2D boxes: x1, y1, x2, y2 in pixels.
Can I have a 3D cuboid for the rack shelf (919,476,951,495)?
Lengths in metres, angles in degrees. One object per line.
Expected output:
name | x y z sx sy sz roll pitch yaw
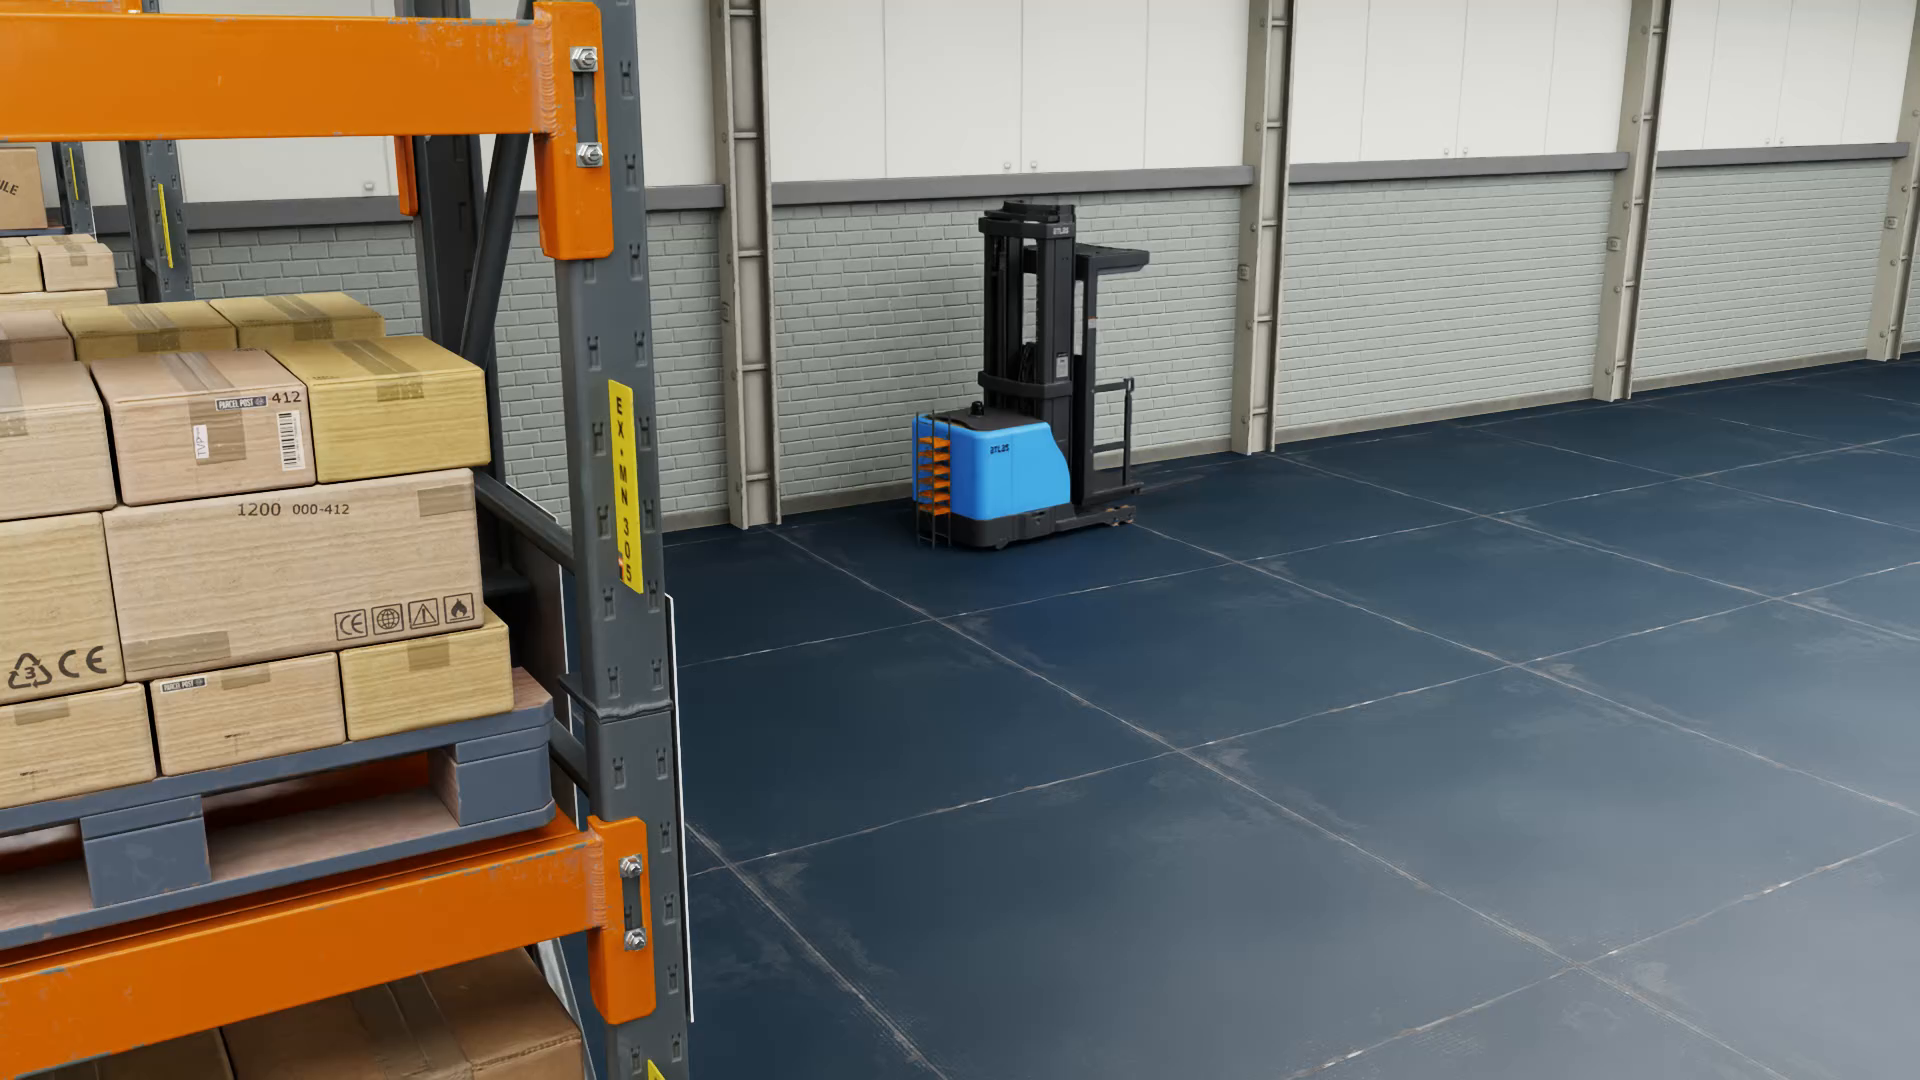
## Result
rack shelf | -0.231 -0.483 14.575 0.180 0.103 0.258 -12 20 -37

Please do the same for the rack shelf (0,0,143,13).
rack shelf | -5.141 -1.772 5.898 4.000 0.370 1.077 -9 18 -30

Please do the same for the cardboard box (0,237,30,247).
cardboard box | -4.044 -1.176 6.977 0.250 0.149 0.380 -9 18 -30

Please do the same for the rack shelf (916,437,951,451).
rack shelf | -0.231 -0.830 14.478 0.180 0.103 0.258 -12 20 -37

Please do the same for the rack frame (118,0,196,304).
rack frame | -3.427 -2.398 6.792 0.127 3.000 1.000 -9 18 -30

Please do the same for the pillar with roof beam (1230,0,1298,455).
pillar with roof beam | 5.456 -4.330 13.683 0.400 9.000 9.100 -9 18 -30

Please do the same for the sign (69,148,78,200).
sign | -5.719 -2.362 10.728 0.005 0.325 0.100 -9 18 -30

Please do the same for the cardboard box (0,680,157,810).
cardboard box | -1.337 0.244 2.428 0.250 0.149 0.380 -9 18 -29

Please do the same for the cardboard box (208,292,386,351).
cardboard box | -1.241 -0.363 3.115 0.250 0.149 0.380 -9 18 -29

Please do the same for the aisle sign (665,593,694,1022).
aisle sign | -0.575 0.430 3.003 0.004 0.787 0.394 -9 18 -30

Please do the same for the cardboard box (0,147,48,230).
cardboard box | -6.240 -2.282 10.788 0.500 0.500 0.500 -9 18 -28

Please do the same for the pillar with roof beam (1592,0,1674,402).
pillar with roof beam | 10.599 -5.164 16.658 0.400 9.000 9.100 -9 18 -30

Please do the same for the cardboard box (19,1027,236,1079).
cardboard box | -1.553 1.170 2.899 0.550 0.550 0.875 -9 18 -30

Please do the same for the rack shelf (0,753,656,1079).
rack shelf | -2.505 0.802 2.267 4.000 0.370 1.077 -9 18 -30

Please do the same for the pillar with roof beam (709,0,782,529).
pillar with roof beam | 0.313 -3.496 10.708 0.400 9.000 9.100 -9 18 -30

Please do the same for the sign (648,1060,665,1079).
sign | -0.523 1.078 2.923 0.005 0.325 0.100 -9 18 -30

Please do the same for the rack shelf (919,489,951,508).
rack shelf | -0.231 -0.368 14.608 0.180 0.103 0.258 -12 20 -37

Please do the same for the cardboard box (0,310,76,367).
cardboard box | -1.675 -0.293 2.864 0.250 0.149 0.380 -9 18 -30

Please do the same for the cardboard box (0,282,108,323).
cardboard box | -3.726 -0.891 6.701 0.500 0.250 0.500 -9 18 -30

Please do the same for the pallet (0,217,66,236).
pallet | -6.606 -1.967 10.975 1.213 0.211 1.003 -9 18 -30

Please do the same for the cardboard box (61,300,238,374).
cardboard box | -1.456 -0.328 2.991 0.250 0.149 0.380 -9 18 -29

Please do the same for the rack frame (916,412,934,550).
rack frame | -0.302 -0.510 14.508 0.006 1.200 0.240 -12 20 -37

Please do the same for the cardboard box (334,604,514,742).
cardboard box | -0.901 0.173 2.680 0.250 0.149 0.380 -9 18 -30

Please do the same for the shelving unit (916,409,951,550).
shelving unit | -0.231 -0.526 14.563 0.189 1.200 0.258 -12 20 -37

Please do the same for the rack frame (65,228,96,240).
rack frame | -5.986 -0.657 11.697 0.127 3.000 1.000 -9 18 -30

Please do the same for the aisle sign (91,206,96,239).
aisle sign | -5.779 -1.850 11.136 0.004 0.787 0.394 -9 18 -30

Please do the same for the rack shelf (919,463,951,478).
rack shelf | -0.231 -0.599 14.543 0.180 0.103 0.258 -12 20 -37

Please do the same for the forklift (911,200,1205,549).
forklift | 1.022 -1.634 15.307 3.031 2.935 1.130 -12 20 -37

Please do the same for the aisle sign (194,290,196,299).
aisle sign | -3.224 -0.702 7.042 0.004 0.787 0.394 -9 18 -30

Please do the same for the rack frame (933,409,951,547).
rack frame | -0.160 -0.541 14.618 0.006 1.200 0.240 -12 20 -37

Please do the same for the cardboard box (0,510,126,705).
cardboard box | -1.496 0.058 2.350 0.500 0.250 0.500 -9 18 -30

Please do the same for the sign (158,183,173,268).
sign | -3.158 -1.249 6.609 0.005 0.325 0.100 -9 18 -30

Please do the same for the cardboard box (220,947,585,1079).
cardboard box | -1.129 1.072 3.248 0.550 0.550 0.875 -9 18 -30

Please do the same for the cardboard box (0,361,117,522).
cardboard box | -1.339 -0.140 2.321 0.250 0.149 0.380 -9 18 -29

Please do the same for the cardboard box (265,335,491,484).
cardboard box | -0.905 -0.210 2.570 0.250 0.149 0.380 -9 18 -29

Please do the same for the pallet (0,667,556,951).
pallet | -1.421 0.326 2.797 1.213 0.211 1.003 -9 18 -30

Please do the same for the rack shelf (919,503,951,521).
rack shelf | -0.231 -0.252 14.640 0.180 0.103 0.258 -12 20 -37

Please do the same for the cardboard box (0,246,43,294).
cardboard box | -3.805 -1.074 6.616 0.250 0.149 0.380 -9 18 -29

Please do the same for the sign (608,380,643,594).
sign | -0.523 -0.083 2.598 0.005 0.325 0.100 -9 18 -30

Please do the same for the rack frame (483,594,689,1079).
rack frame | -0.791 1.622 3.566 0.127 3.000 1.000 -9 18 -30

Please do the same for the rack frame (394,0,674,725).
rack frame | -0.791 -1.267 2.756 0.127 3.000 1.000 -9 18 -30

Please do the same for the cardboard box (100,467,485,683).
cardboard box | -1.066 -0.011 2.598 0.500 0.250 0.500 -9 18 -29

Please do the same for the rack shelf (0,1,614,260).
rack shelf | -2.505 -0.450 1.916 4.000 0.370 1.077 -9 18 -30

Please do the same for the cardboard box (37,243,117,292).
cardboard box | -3.564 -1.101 6.712 0.250 0.149 0.380 -9 18 -29

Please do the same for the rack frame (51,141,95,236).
rack frame | -5.986 -3.546 10.887 0.127 3.000 1.000 -9 18 -30

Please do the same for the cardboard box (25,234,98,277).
cardboard box | -3.836 -1.214 7.115 0.250 0.149 0.380 -9 18 -30

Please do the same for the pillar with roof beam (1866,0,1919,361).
pillar with roof beam | 15.742 -5.998 19.634 0.400 9.000 9.100 -9 18 -30

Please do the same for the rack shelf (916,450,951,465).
rack shelf | -0.231 -0.714 14.510 0.180 0.103 0.258 -12 20 -37

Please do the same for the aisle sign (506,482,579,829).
aisle sign | -0.884 0.291 3.498 0.004 0.787 0.394 -9 18 -30

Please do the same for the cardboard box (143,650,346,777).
cardboard box | -1.118 0.208 2.556 0.250 0.149 0.380 -9 18 -29

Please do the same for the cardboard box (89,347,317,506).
cardboard box | -1.119 -0.176 2.448 0.250 0.149 0.380 -9 18 -29
